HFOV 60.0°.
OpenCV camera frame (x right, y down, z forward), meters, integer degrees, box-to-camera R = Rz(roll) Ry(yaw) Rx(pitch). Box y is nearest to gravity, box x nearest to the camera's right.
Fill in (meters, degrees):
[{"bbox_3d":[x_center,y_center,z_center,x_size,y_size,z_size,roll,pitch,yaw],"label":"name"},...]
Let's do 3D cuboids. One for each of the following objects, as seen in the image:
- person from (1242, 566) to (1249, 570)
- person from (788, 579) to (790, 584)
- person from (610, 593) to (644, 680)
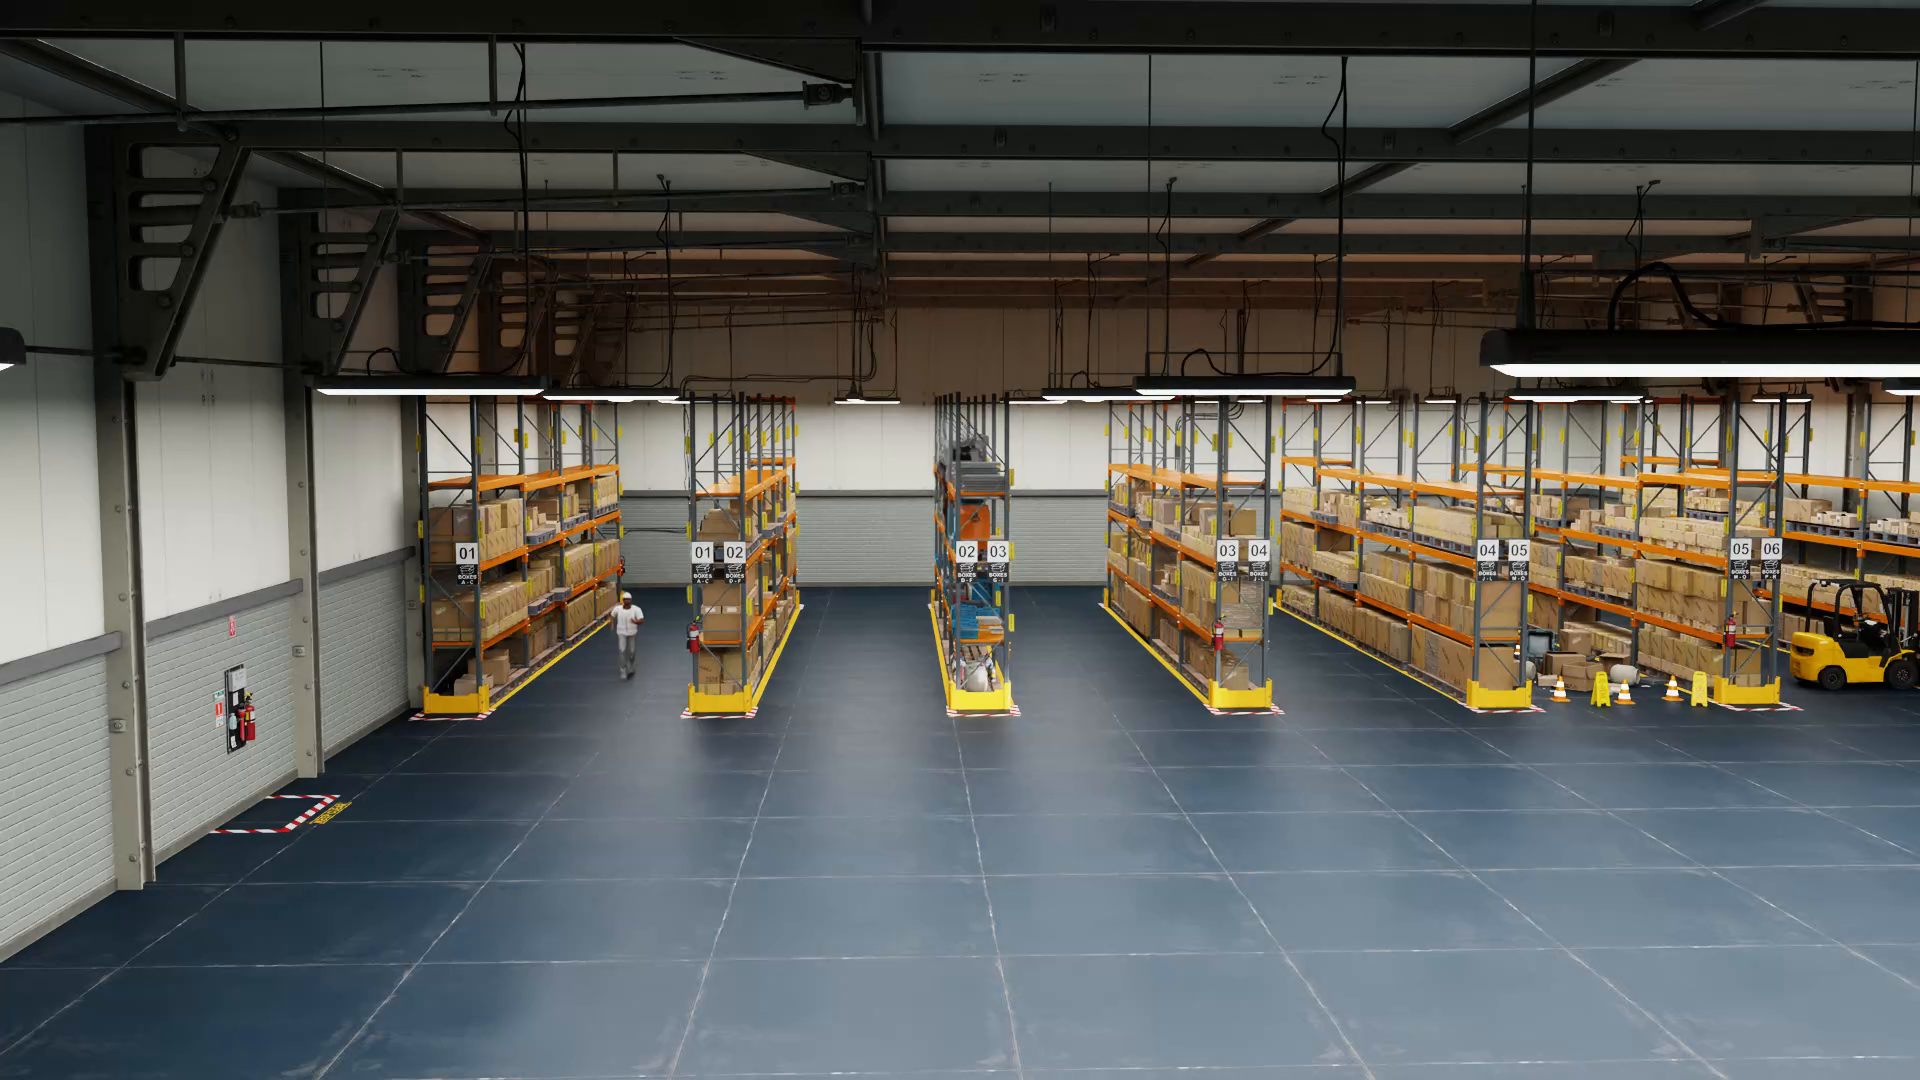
[{"bbox_3d":[8.100,1.186,46.287,0.576,1.695,0.870,1,5,9],"label":"person"},{"bbox_3d":[-5.203,0.977,48.423,0.615,1.738,0.677,1,5,13],"label":"person"},{"bbox_3d":[-7.036,1.996,35.155,0.692,1.781,0.922,-1,5,-12],"label":"person"}]
